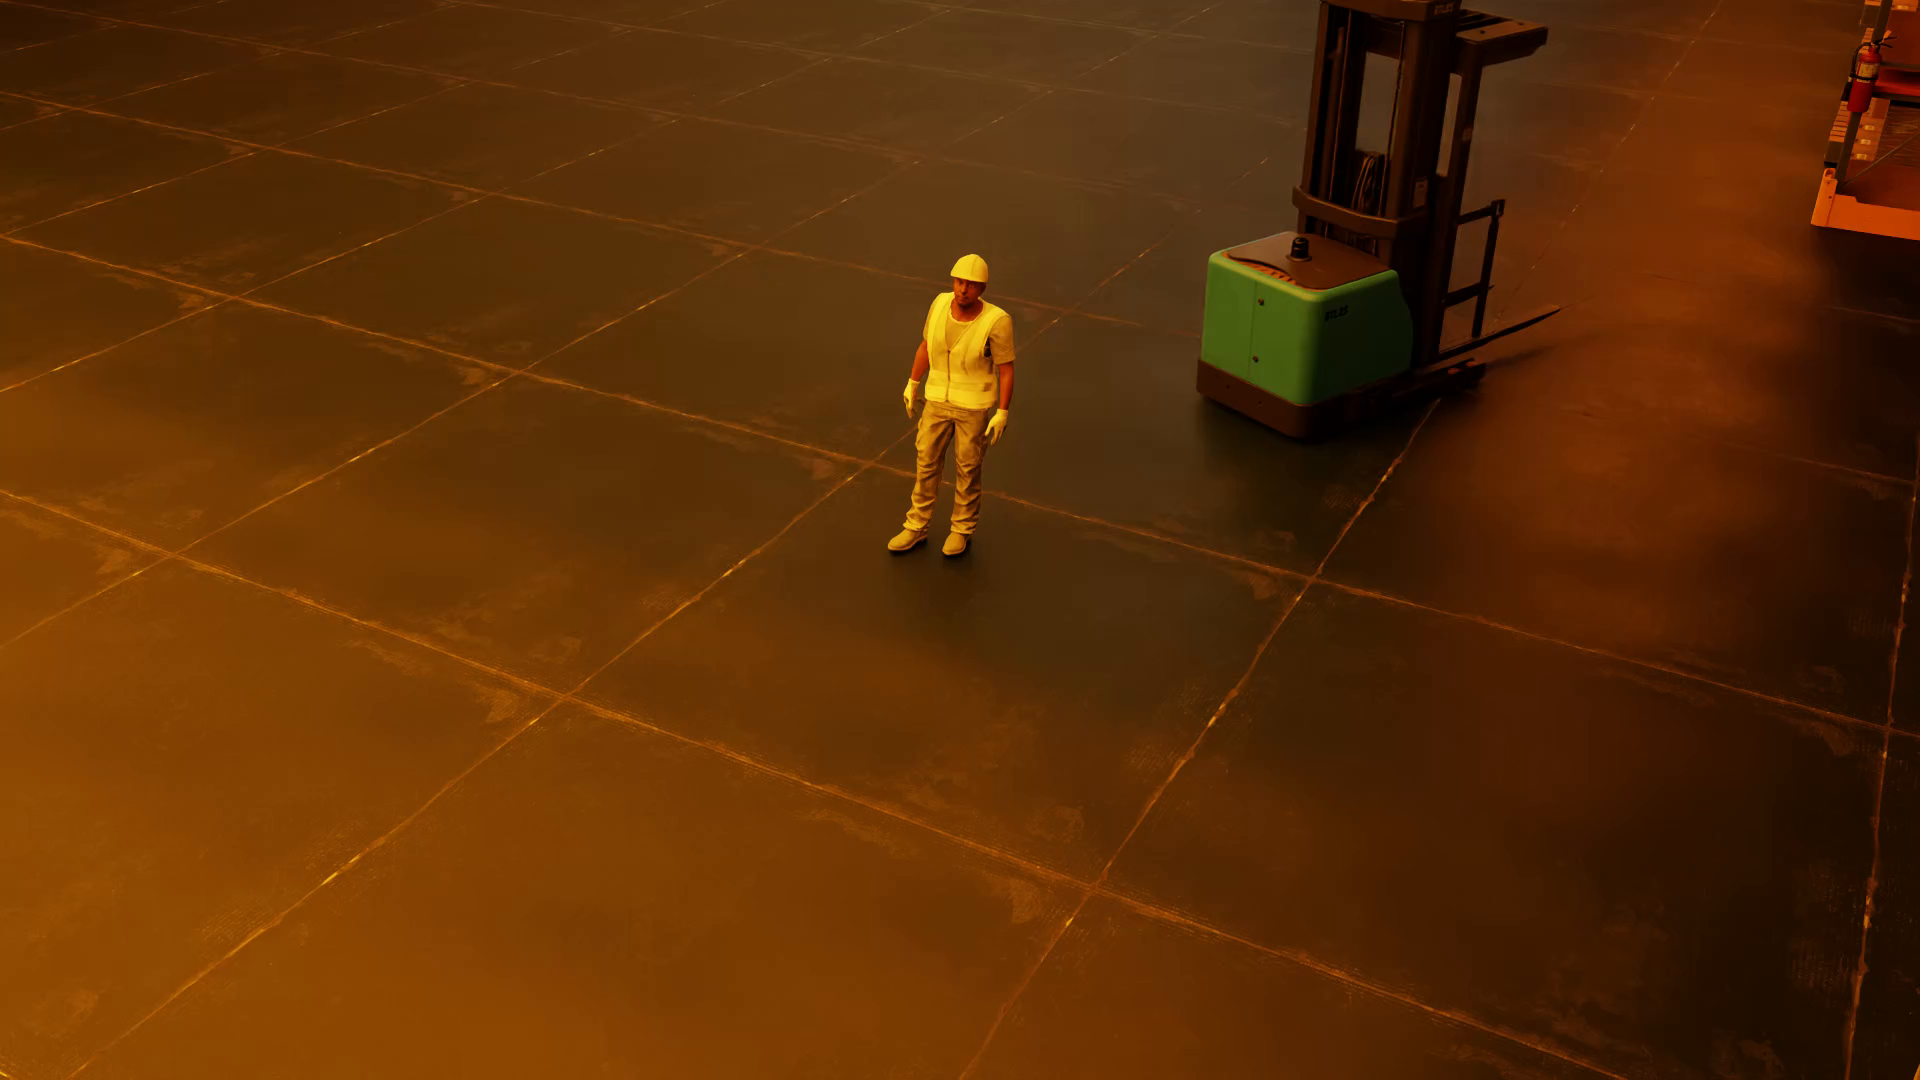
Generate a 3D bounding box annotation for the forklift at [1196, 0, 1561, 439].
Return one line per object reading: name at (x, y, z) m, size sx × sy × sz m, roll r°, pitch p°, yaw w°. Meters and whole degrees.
forklift at (3.147, -2.520, 11.437) m, size 3.031 × 2.935 × 1.130 m, roll -20°, pitch 36°, yaw -31°

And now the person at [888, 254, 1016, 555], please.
person at (-0.043, -0.749, 9.502) m, size 0.657 × 1.785 × 0.575 m, roll 15°, pitch 33°, yaw 25°
